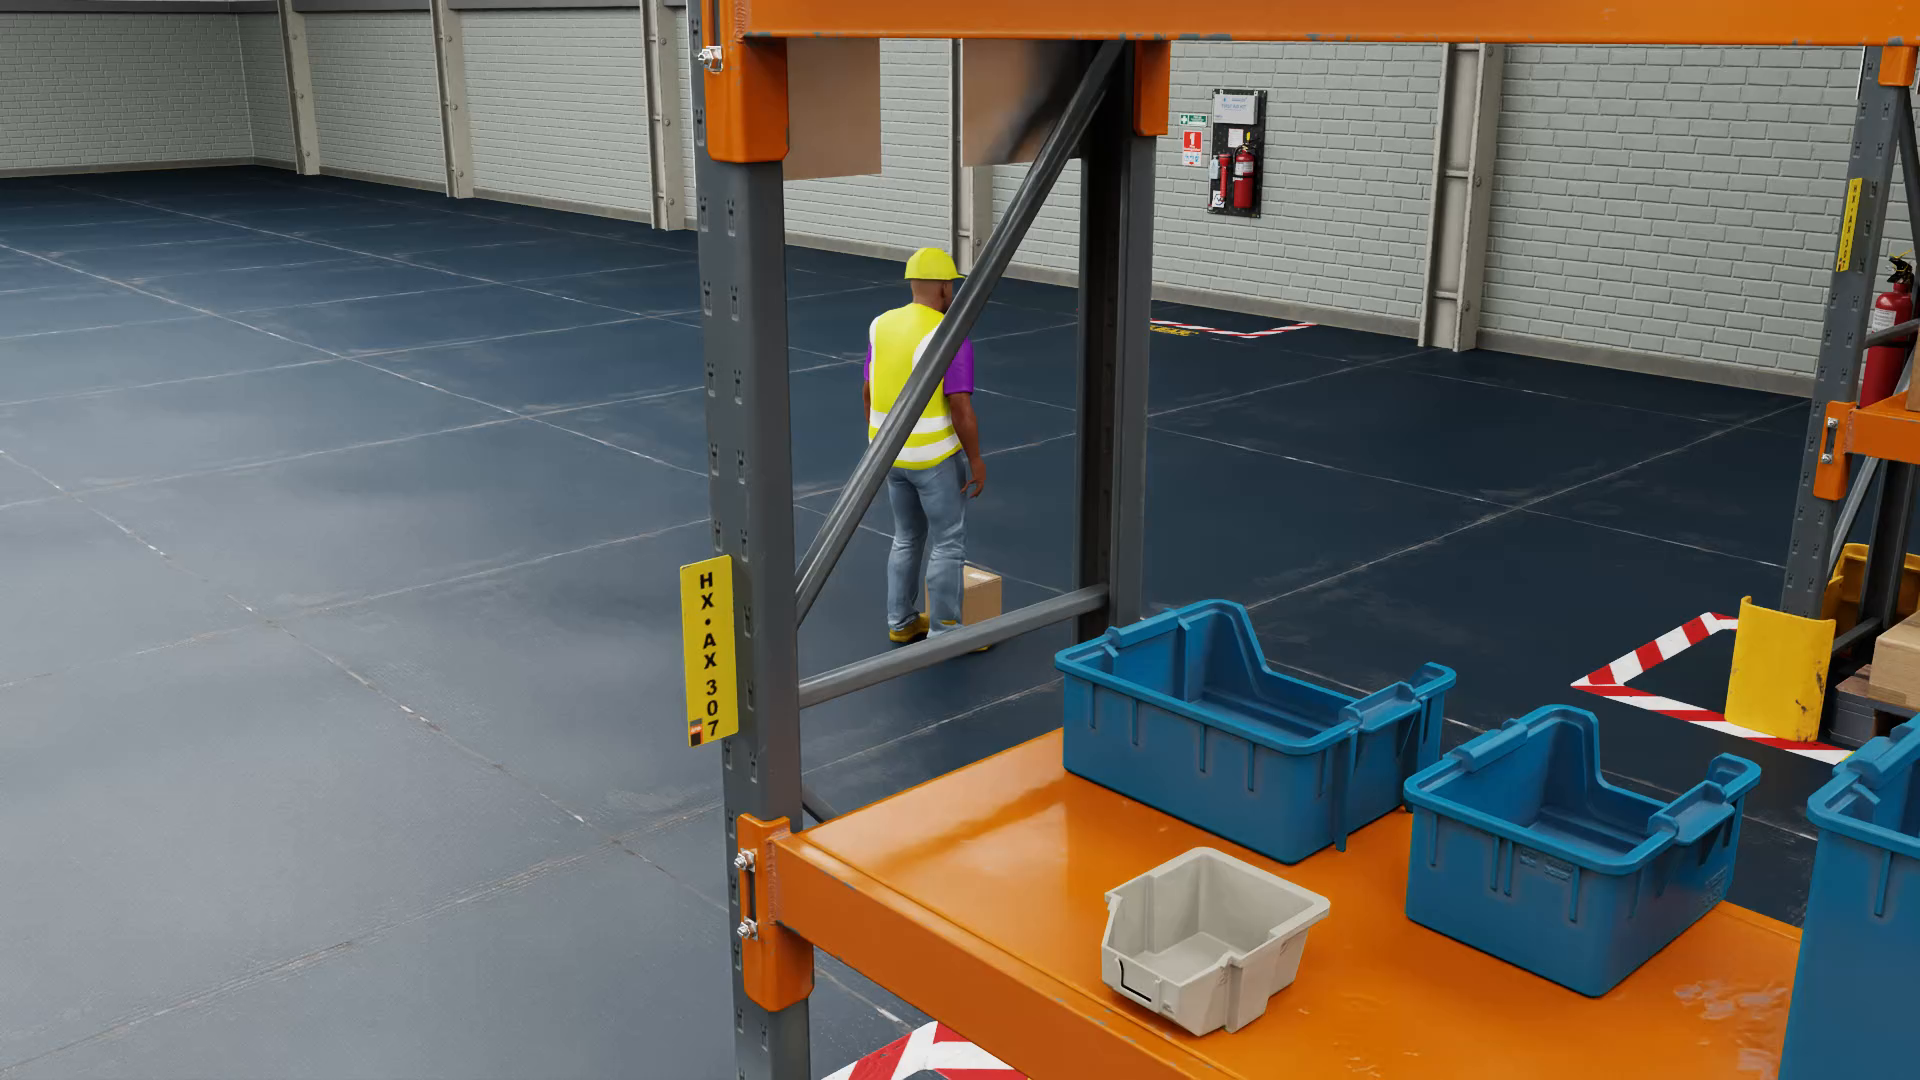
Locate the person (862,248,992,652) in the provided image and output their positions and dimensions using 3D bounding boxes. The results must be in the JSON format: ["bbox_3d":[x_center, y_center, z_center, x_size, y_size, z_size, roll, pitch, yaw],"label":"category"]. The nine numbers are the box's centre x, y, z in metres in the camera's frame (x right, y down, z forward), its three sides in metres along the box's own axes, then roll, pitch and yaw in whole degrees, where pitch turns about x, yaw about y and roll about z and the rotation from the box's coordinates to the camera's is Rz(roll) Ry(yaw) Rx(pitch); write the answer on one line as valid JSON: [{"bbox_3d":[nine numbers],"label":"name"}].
[{"bbox_3d":[-0.148,-0.388,7.270,0.634,1.759,0.461,15,23,41],"label":"person"}]
